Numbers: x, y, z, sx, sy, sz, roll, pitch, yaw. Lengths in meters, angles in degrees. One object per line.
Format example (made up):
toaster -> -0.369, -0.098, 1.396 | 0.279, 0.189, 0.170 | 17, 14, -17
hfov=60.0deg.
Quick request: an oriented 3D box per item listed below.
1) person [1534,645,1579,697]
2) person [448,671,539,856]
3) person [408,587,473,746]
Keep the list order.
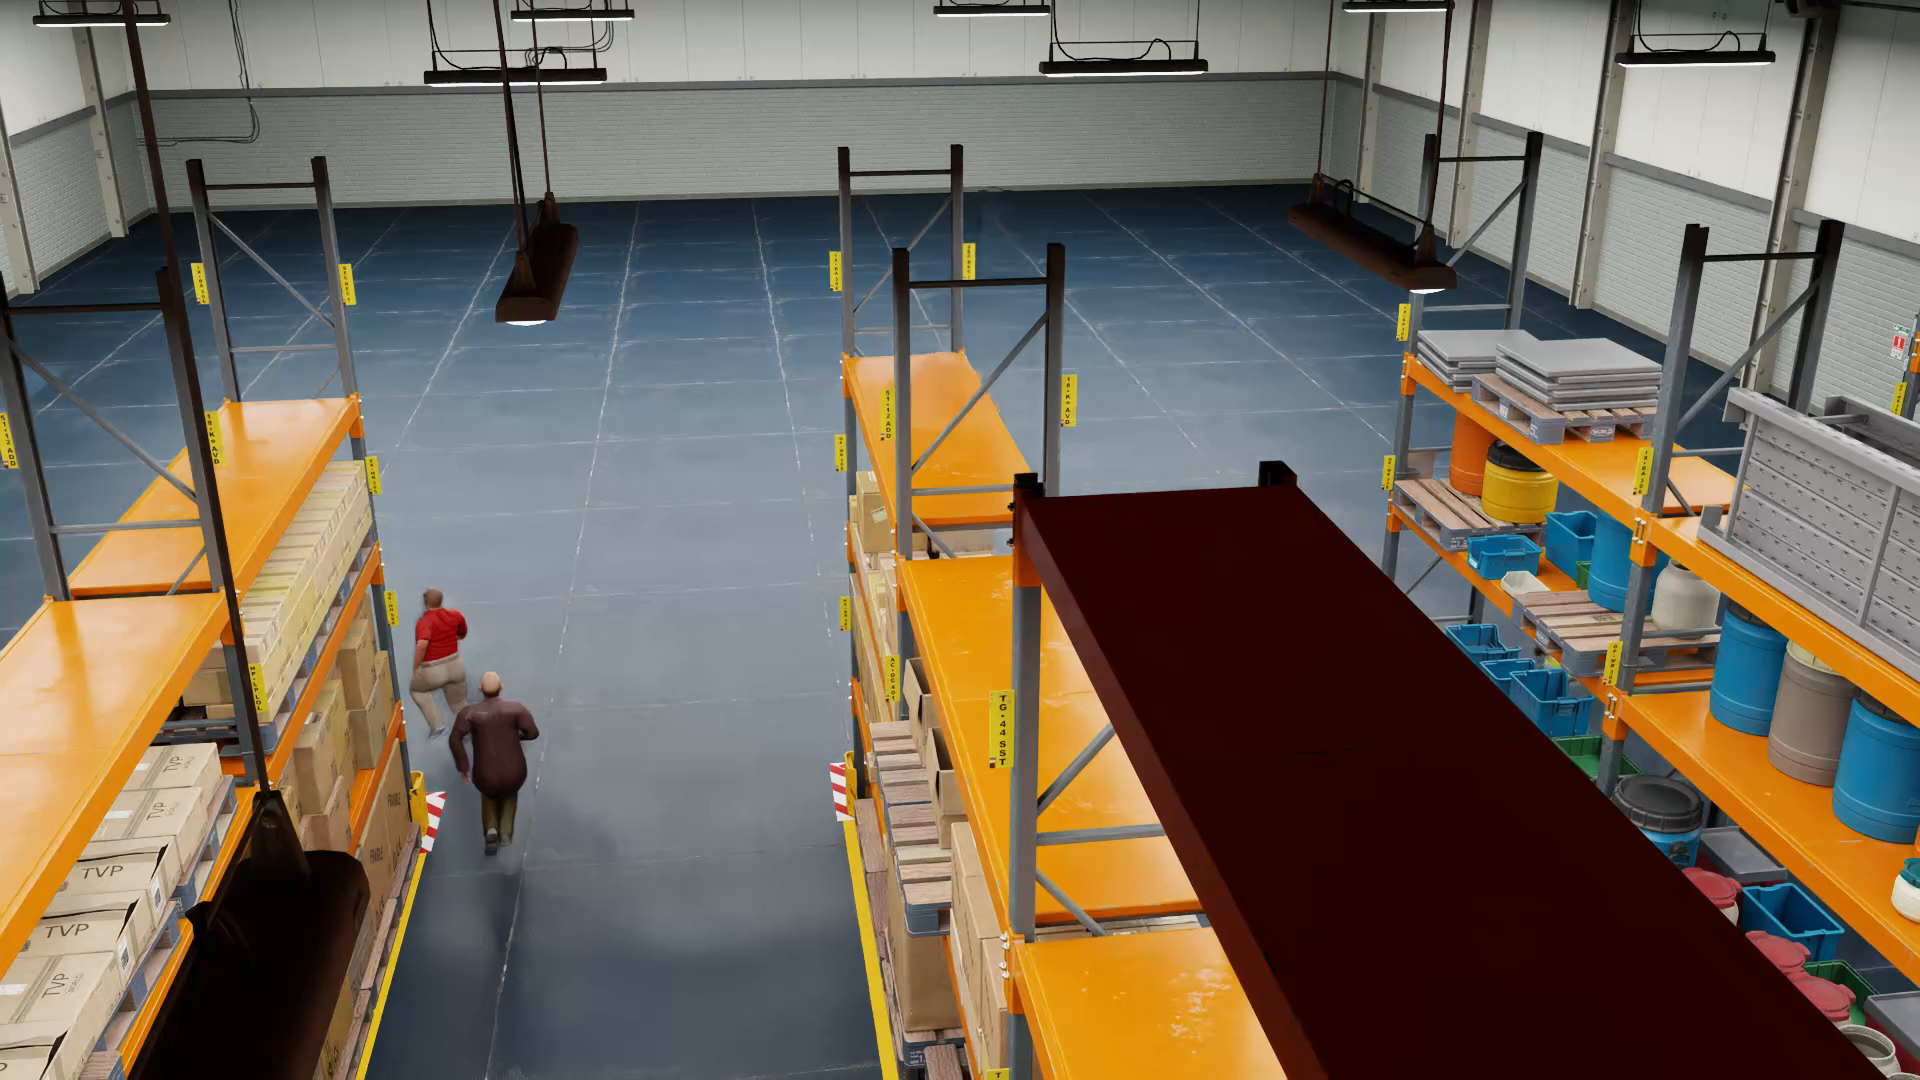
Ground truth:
person -> 5.868, 1.245, 16.148 | 0.713, 1.774, 0.678 | -4, 22, -10
person -> -3.961, 1.894, 14.273 | 0.727, 1.698, 0.632 | -4, 22, -10
person -> -4.914, 1.253, 15.817 | 0.920, 1.657, 0.674 | 20, 29, 41
